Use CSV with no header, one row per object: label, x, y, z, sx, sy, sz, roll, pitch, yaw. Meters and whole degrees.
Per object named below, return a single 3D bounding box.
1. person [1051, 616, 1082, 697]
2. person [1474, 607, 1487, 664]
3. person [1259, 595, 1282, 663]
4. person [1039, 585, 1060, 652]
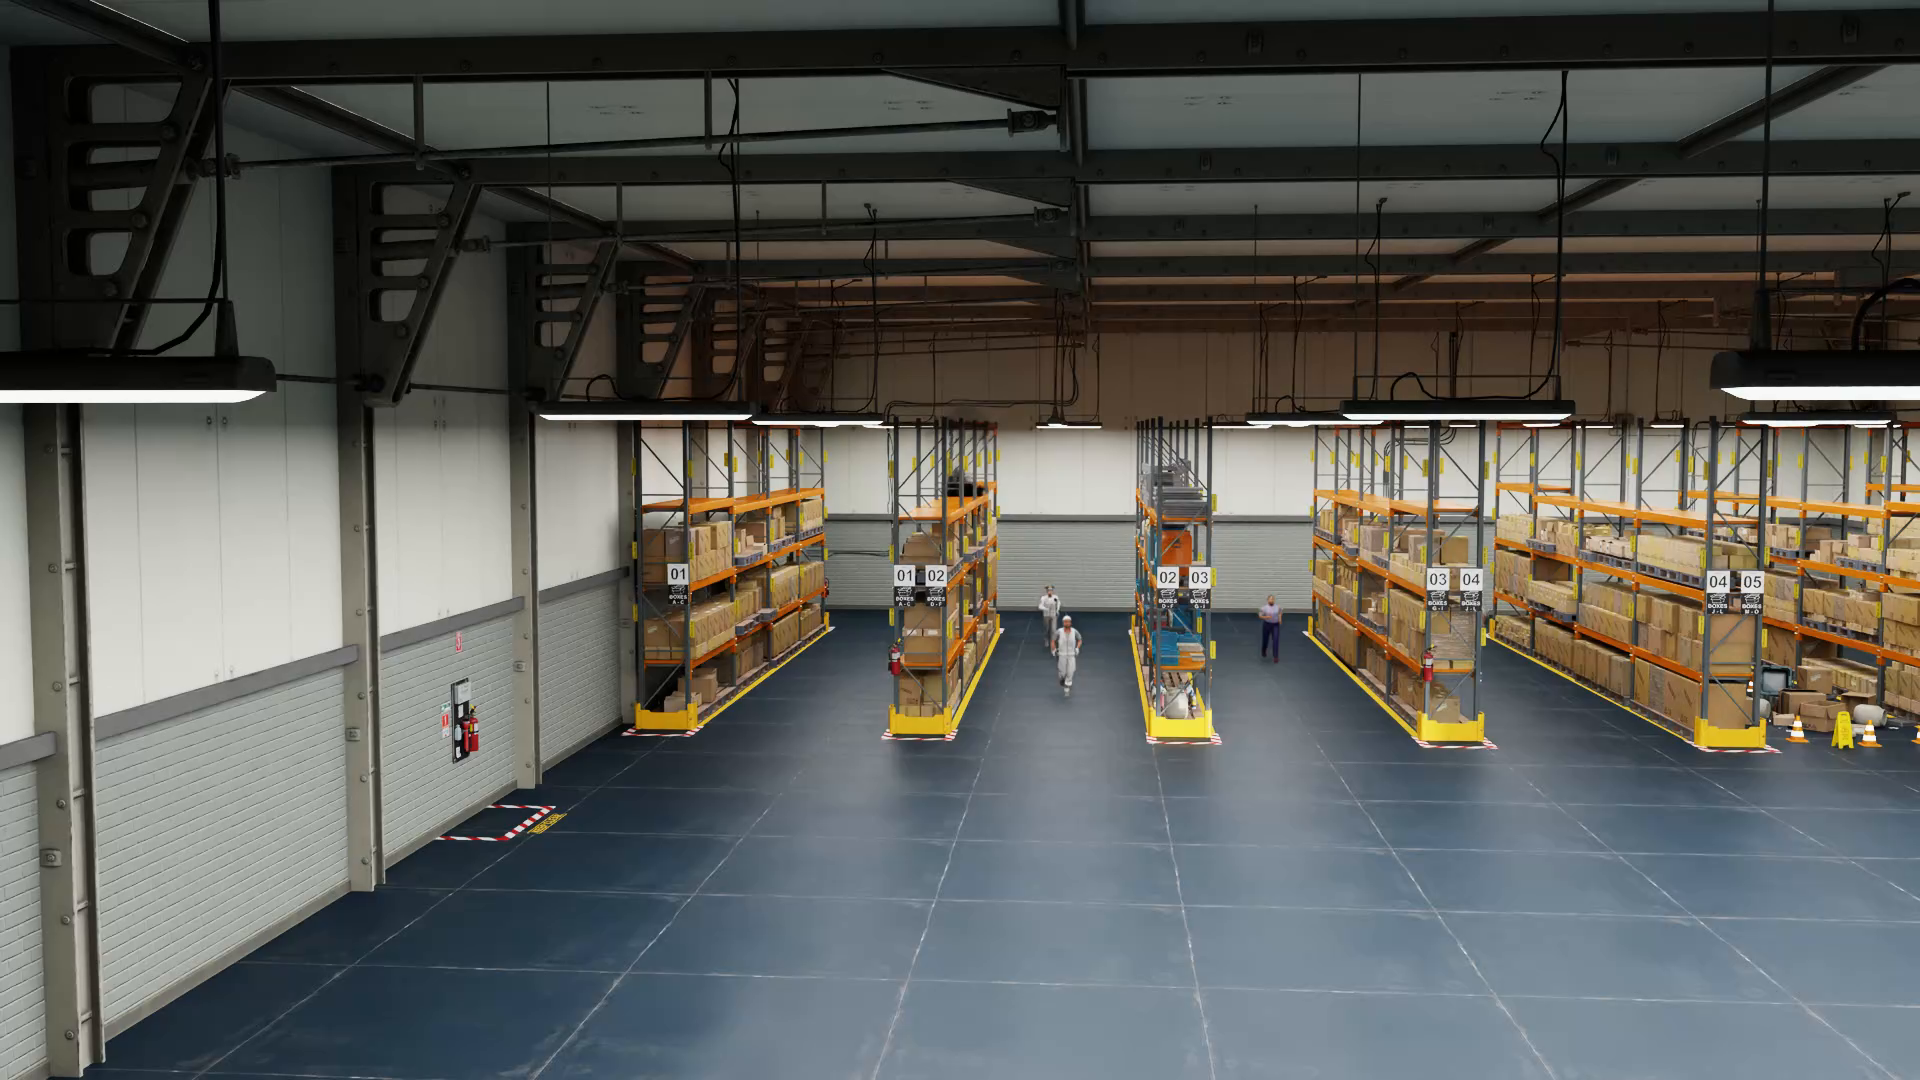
person,2.322,2.510,36.098,0.670,1.752,0.611,0,4,-3
person,12.758,2.231,41.245,0.630,1.651,0.758,0,4,2
person,7.731,2.185,41.397,0.589,1.626,0.941,0,4,0
person,2.349,2.029,43.591,0.562,1.719,0.857,0,4,2
